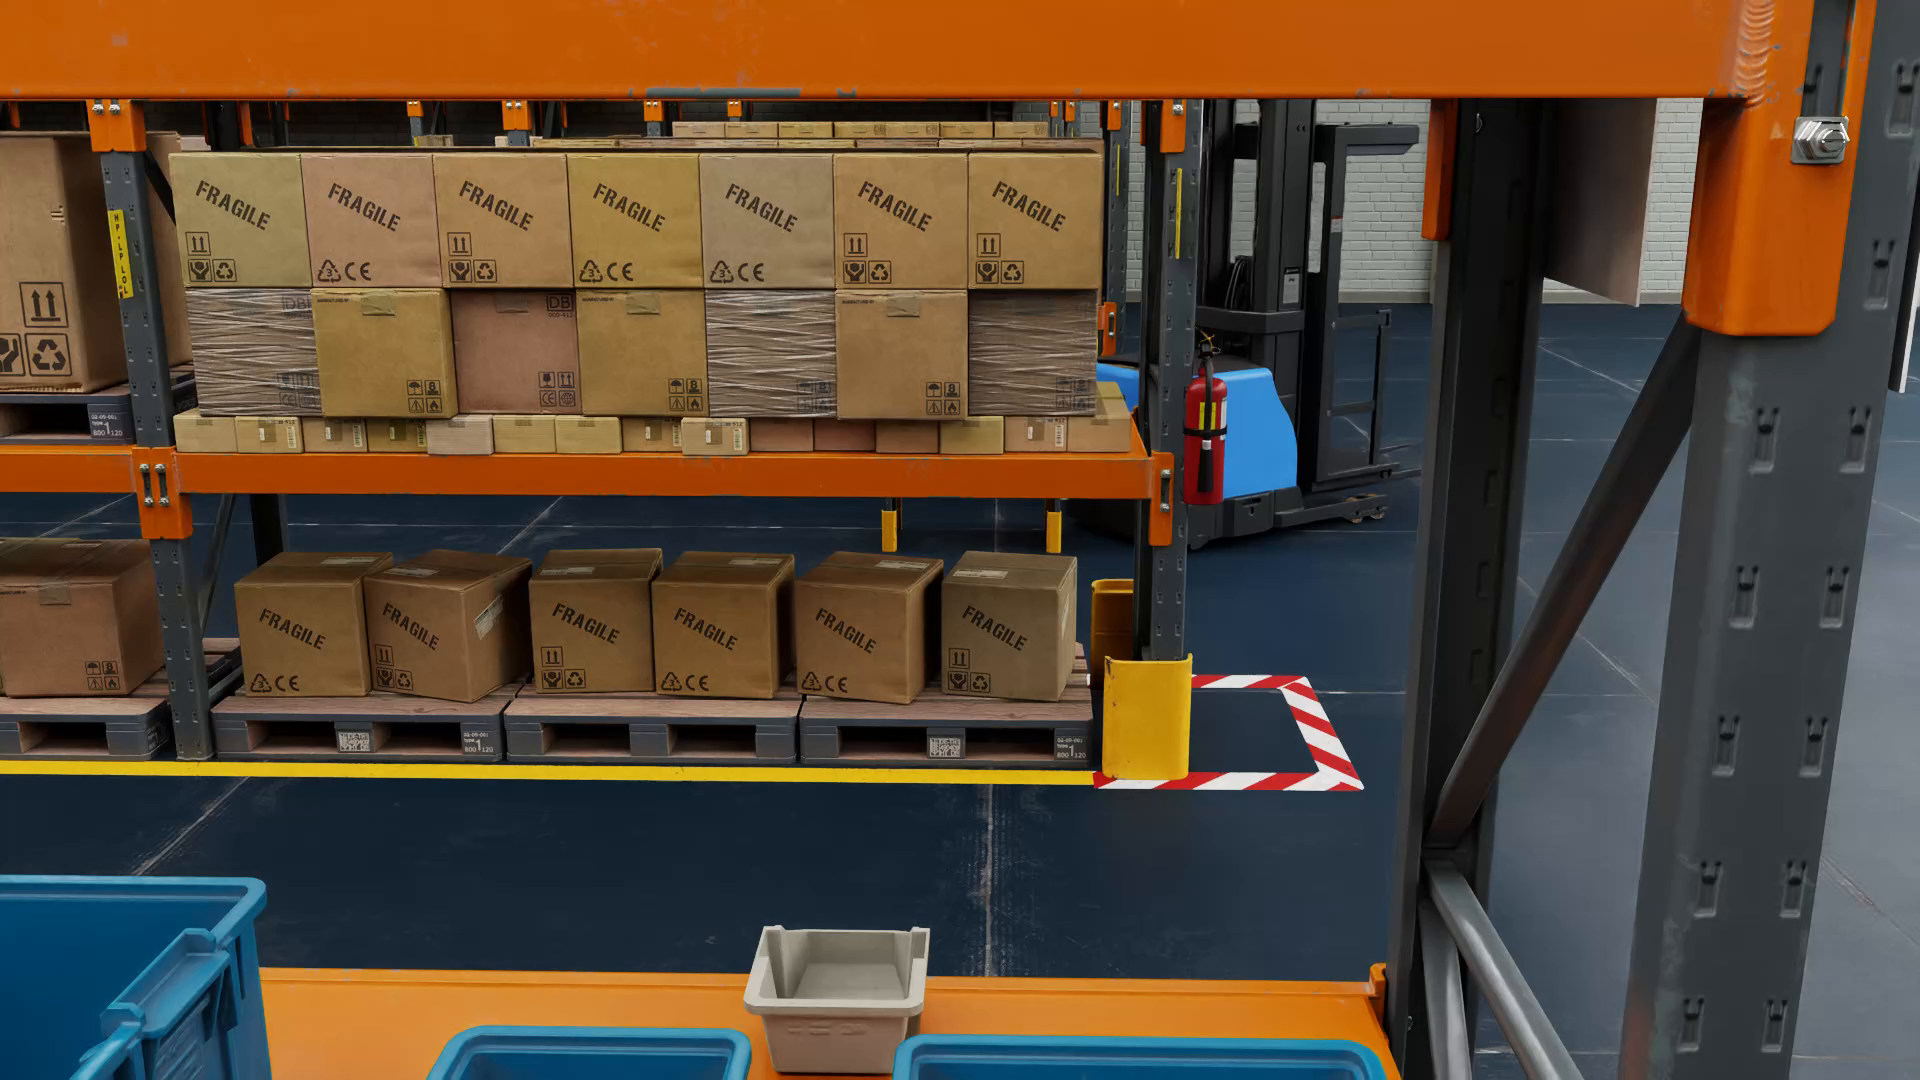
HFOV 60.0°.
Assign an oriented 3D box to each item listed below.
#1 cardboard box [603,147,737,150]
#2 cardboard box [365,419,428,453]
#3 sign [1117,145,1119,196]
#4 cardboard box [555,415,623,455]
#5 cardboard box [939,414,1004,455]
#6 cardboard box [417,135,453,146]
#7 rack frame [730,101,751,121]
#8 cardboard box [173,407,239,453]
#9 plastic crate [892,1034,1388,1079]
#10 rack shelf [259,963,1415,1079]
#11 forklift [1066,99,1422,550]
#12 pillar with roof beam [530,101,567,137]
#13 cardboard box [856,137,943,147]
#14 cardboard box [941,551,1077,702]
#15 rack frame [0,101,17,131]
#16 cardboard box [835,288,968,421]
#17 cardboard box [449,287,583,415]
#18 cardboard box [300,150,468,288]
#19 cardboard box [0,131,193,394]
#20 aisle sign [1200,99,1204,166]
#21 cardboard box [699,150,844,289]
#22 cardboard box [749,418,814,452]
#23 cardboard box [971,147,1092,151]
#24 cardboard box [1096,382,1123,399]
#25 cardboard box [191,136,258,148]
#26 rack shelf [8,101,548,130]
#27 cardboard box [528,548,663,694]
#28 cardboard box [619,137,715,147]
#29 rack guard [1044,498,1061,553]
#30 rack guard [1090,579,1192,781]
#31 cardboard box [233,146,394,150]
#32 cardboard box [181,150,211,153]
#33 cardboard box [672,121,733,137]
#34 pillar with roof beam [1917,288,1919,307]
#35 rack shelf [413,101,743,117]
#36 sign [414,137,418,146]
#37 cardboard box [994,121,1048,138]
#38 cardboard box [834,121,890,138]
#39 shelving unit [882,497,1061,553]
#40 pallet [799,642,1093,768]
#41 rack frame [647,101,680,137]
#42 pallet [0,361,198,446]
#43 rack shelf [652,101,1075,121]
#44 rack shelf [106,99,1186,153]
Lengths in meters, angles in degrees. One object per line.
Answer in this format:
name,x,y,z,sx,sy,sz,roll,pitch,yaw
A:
cardboard box,-1.202,-1.392,6.999,0.500,0.500,0.500,0,15,1
cardboard box,-2.200,-0.462,6.703,0.250,0.149,0.380,0,15,1
sign,1.041,-2.434,10.953,0.005,0.325,0.100,0,15,1
cardboard box,-1.451,-0.454,6.674,0.250,0.149,0.380,0,15,1
cardboard box,0.049,-0.452,6.666,0.250,0.149,0.380,0,15,1
cardboard box,-5.261,-3.984,16.685,0.250,0.149,0.380,0,15,-1
rack frame,-2.782,-4.453,21.339,0.127,3.000,1.000,0,15,1
cardboard box,-2.951,-0.461,6.698,0.250,0.149,0.380,0,15,1
plastic crate,0.206,0.774,1.818,0.616,0.251,0.499,0,15,1
rack shelf,-1.285,0.964,2.217,4.000,0.370,1.077,0,15,1
forklift,2.189,-1.626,10.758,3.031,2.935,1.130,-10,18,-33
pillar with roof beam,-5.564,-6.504,17.351,0.400,9.000,9.100,0,15,1
cardboard box,-0.410,-2.524,11.615,0.550,0.550,0.875,0,15,1
cardboard box,0.217,0.363,7.160,0.500,0.500,0.500,3,15,12
rack frame,-6.929,-1.950,11.853,0.127,3.000,1.000,0,15,1
cardboard box,-0.211,-0.810,6.749,0.500,0.500,0.875,0,15,1
cardboard box,-1.708,-0.844,6.879,0.500,0.500,0.875,0,15,1
cardboard box,-2.215,-1.265,6.516,0.500,0.500,0.500,0,15,1
cardboard box,-3.949,-1.194,6.987,1.000,1.000,1.000,0,15,2
aisle sign,0.895,-1.814,6.240,0.004,0.787,0.394,0,15,1
cardboard box,-0.715,-1.256,6.482,0.500,0.500,0.500,0,15,1
cardboard box,-0.700,-0.466,6.718,0.250,0.149,0.380,0,15,1
cardboard box,0.298,-1.383,6.962,0.500,0.500,0.500,0,15,1
cardboard box,0.562,-0.575,7.133,0.250,0.149,0.380,0,15,1
cardboard box,-7.390,-3.811,16.748,0.500,0.500,0.500,0,15,0
rack shelf,-4.930,-3.040,11.513,4.000,0.370,1.077,0,15,1
cardboard box,-1.564,0.344,7.233,0.500,0.500,0.500,-1,15,-4
cardboard box,-2.010,-2.534,11.654,0.550,0.550,0.875,0,15,1
rack guard,0.574,-0.117,10.294,0.087,0.250,0.587,0,15,1
rack guard,0.765,0.574,7.184,0.348,0.500,1.175,0,15,1
cardboard box,-2.701,-1.403,7.039,0.500,0.500,0.500,0,15,1
cardboard box,-5.462,-2.471,11.670,0.500,0.500,0.700,0,15,1
cardboard box,-2.471,-3.805,16.143,0.500,0.500,0.700,0,15,1
pillar with roof beam,12.430,-6.386,16.906,0.400,9.000,9.100,0,15,1
rack shelf,-4.781,-5.569,21.098,4.000,0.370,1.077,0,15,1
sign,-6.785,-4.862,20.776,0.005,0.325,0.100,0,15,1
cardboard box,0.577,-3.785,16.066,0.500,0.500,0.700,0,15,0
cardboard box,-0.936,-3.806,16.145,0.500,0.500,0.700,0,15,1
shelving unit,0.076,-0.725,10.147,1.083,1.500,0.587,0,15,1
pallet,-0.047,0.699,7.275,1.213,0.211,1.003,0,15,1
rack frame,-2.905,-3.187,16.541,0.127,3.000,1.000,0,15,1
pallet,-3.918,-0.610,7.146,1.213,0.211,1.003,0,15,1
rack shelf,-0.906,-4.277,16.201,4.000,0.370,1.077,0,15,1
rack shelf,-1.159,-1.750,6.622,4.000,0.370,1.077,0,15,1
